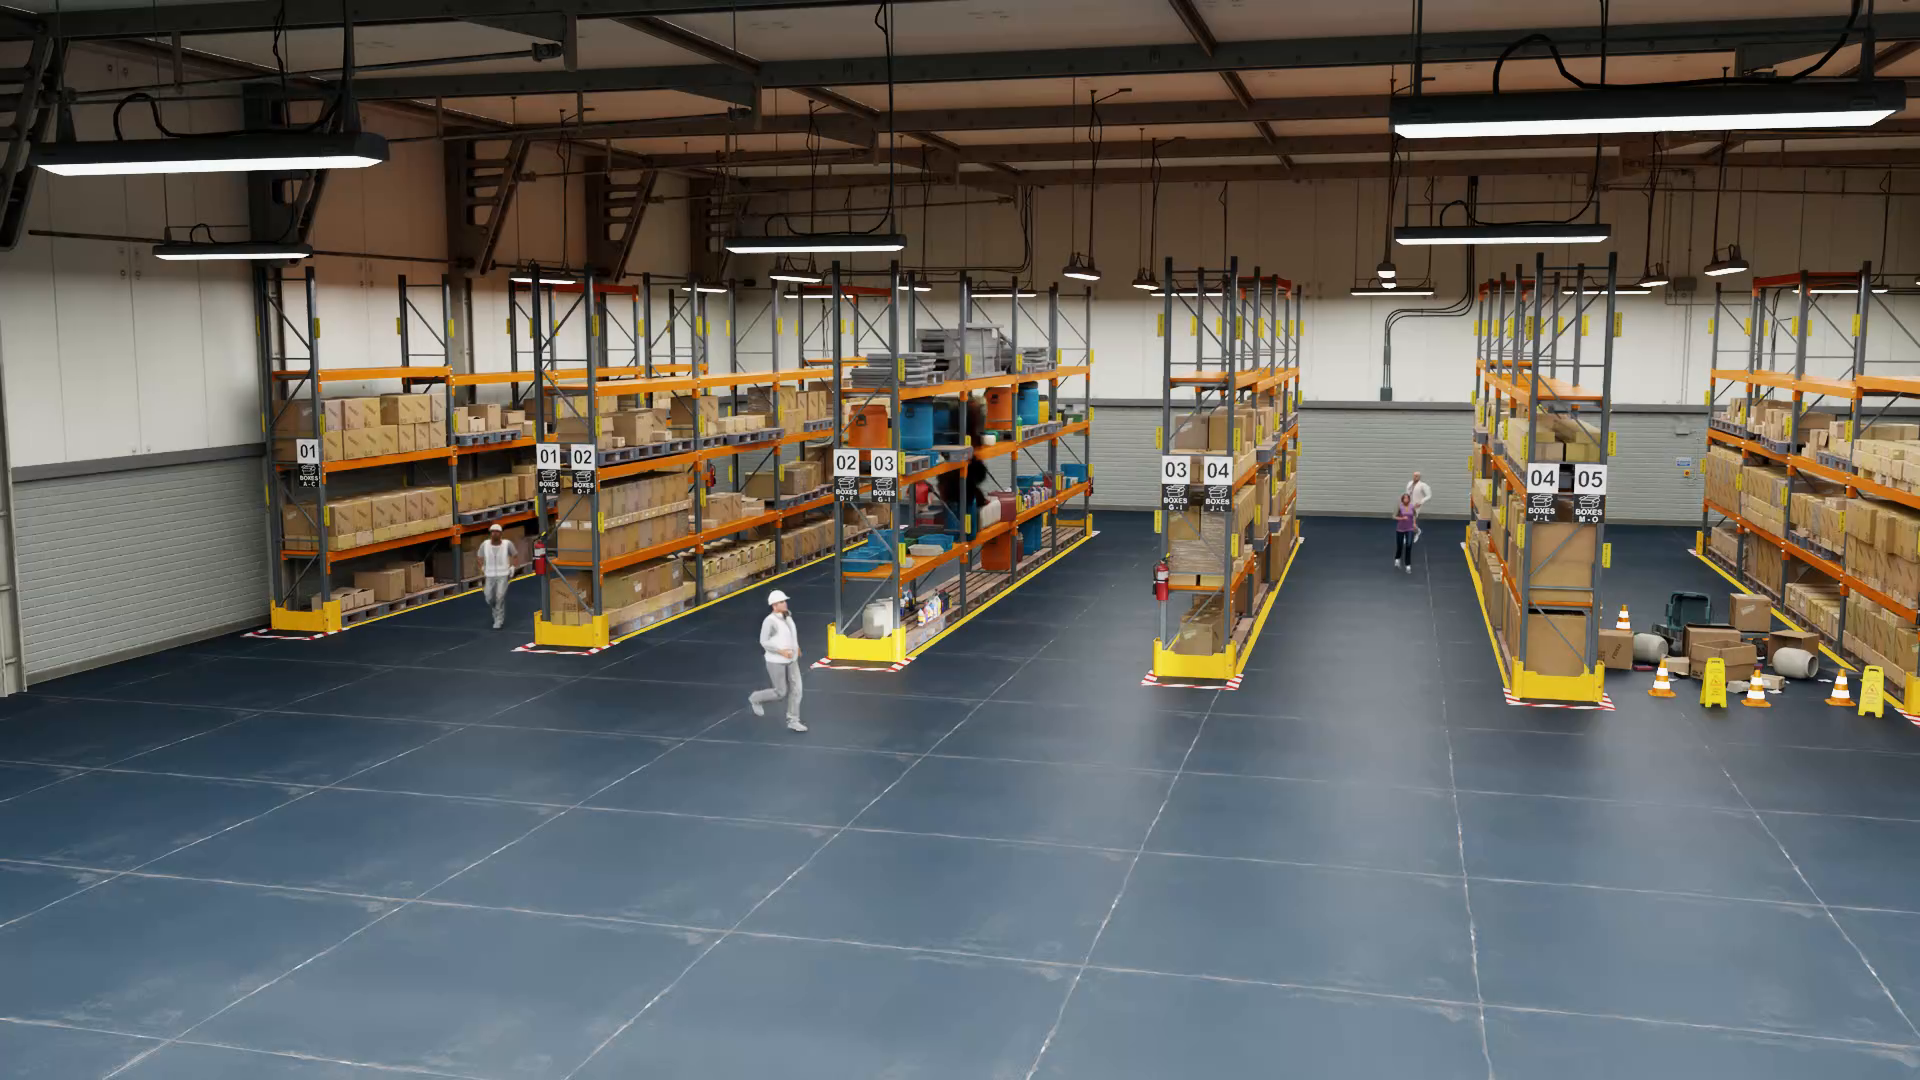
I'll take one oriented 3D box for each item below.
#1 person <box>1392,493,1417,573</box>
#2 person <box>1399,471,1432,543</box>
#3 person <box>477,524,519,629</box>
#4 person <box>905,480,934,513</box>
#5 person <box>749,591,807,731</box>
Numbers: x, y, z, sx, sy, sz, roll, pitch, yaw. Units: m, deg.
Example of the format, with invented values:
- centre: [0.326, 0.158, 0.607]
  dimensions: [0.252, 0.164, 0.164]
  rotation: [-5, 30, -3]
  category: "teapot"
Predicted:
- centre: [9.194, -0.175, 34.425]
  dimensions: [0.558, 1.610, 0.837]
  rotation: [0, 7, 2]
  category: "person"
- centre: [10.548, -0.753, 38.753]
  dimensions: [0.604, 1.704, 0.713]
  rotation: [-4, 8, -28]
  category: "person"
- centre: [-7.770, 0.595, 27.955]
  dimensions: [0.687, 1.743, 0.704]
  rotation: [-1, 7, -7]
  category: "person"
- centre: [-0.923, -0.690, 37.995]
  dimensions: [0.653, 1.752, 0.898]
  rotation: [0, 7, 3]
  category: "person"
- centre: [-2.253, 1.505, 20.852]
  dimensions: [0.797, 1.758, 0.670]
  rotation: [4, 9, 31]
  category: "person"
